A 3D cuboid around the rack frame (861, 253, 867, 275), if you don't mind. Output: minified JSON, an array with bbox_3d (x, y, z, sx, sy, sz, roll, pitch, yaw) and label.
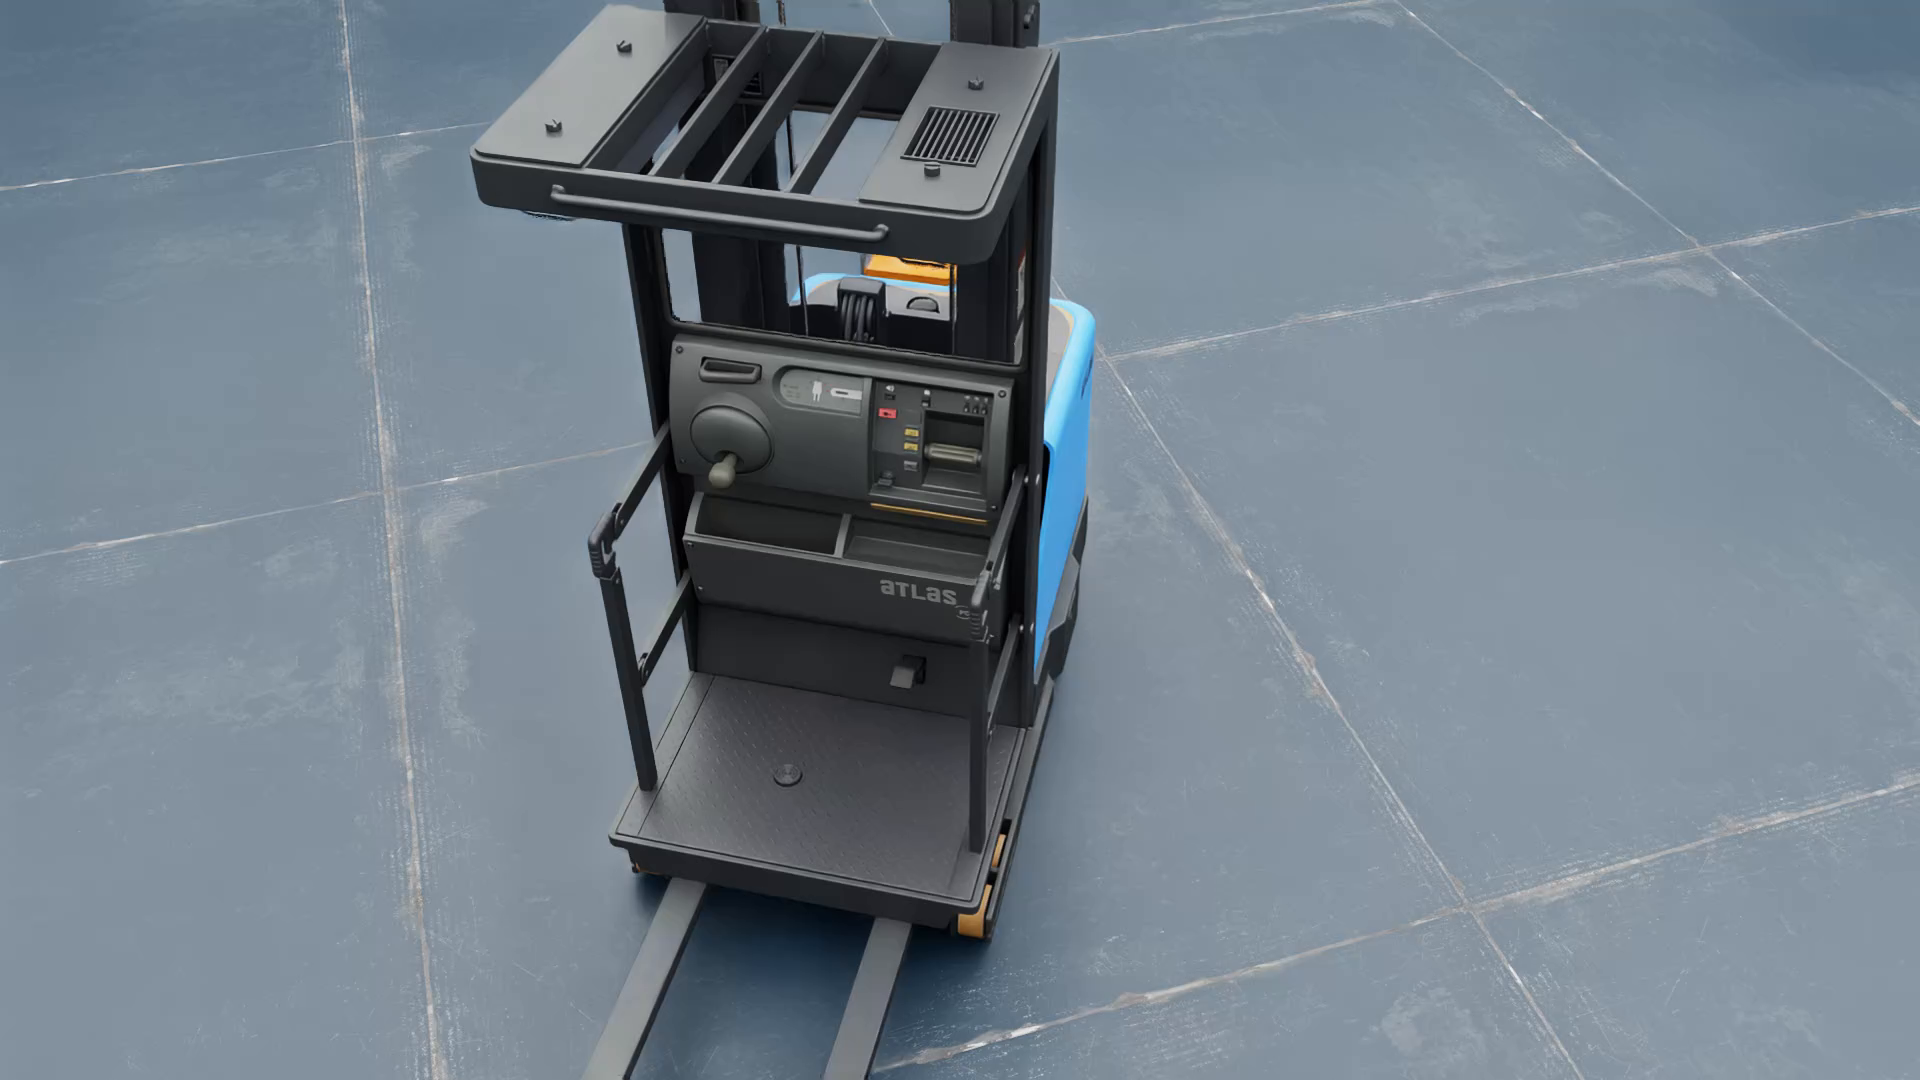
[{"bbox_3d":[-0.306,-0.669,6.104,0.015,1.200,0.240,8,42,10],"label":"rack frame"}]

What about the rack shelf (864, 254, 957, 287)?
[{"bbox_3d":[-0.068,-0.930,5.805,0.480,0.148,0.258,8,42,10],"label":"rack shelf"}]

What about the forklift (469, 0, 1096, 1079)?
[{"bbox_3d":[-0.372,-0.212,4.265,1.130,2.935,3.031,9,42,10],"label":"forklift"}]

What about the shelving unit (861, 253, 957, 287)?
[{"bbox_3d":[-0.068,-0.634,6.064,0.503,1.200,0.258,8,42,10],"label":"shelving unit"}]
